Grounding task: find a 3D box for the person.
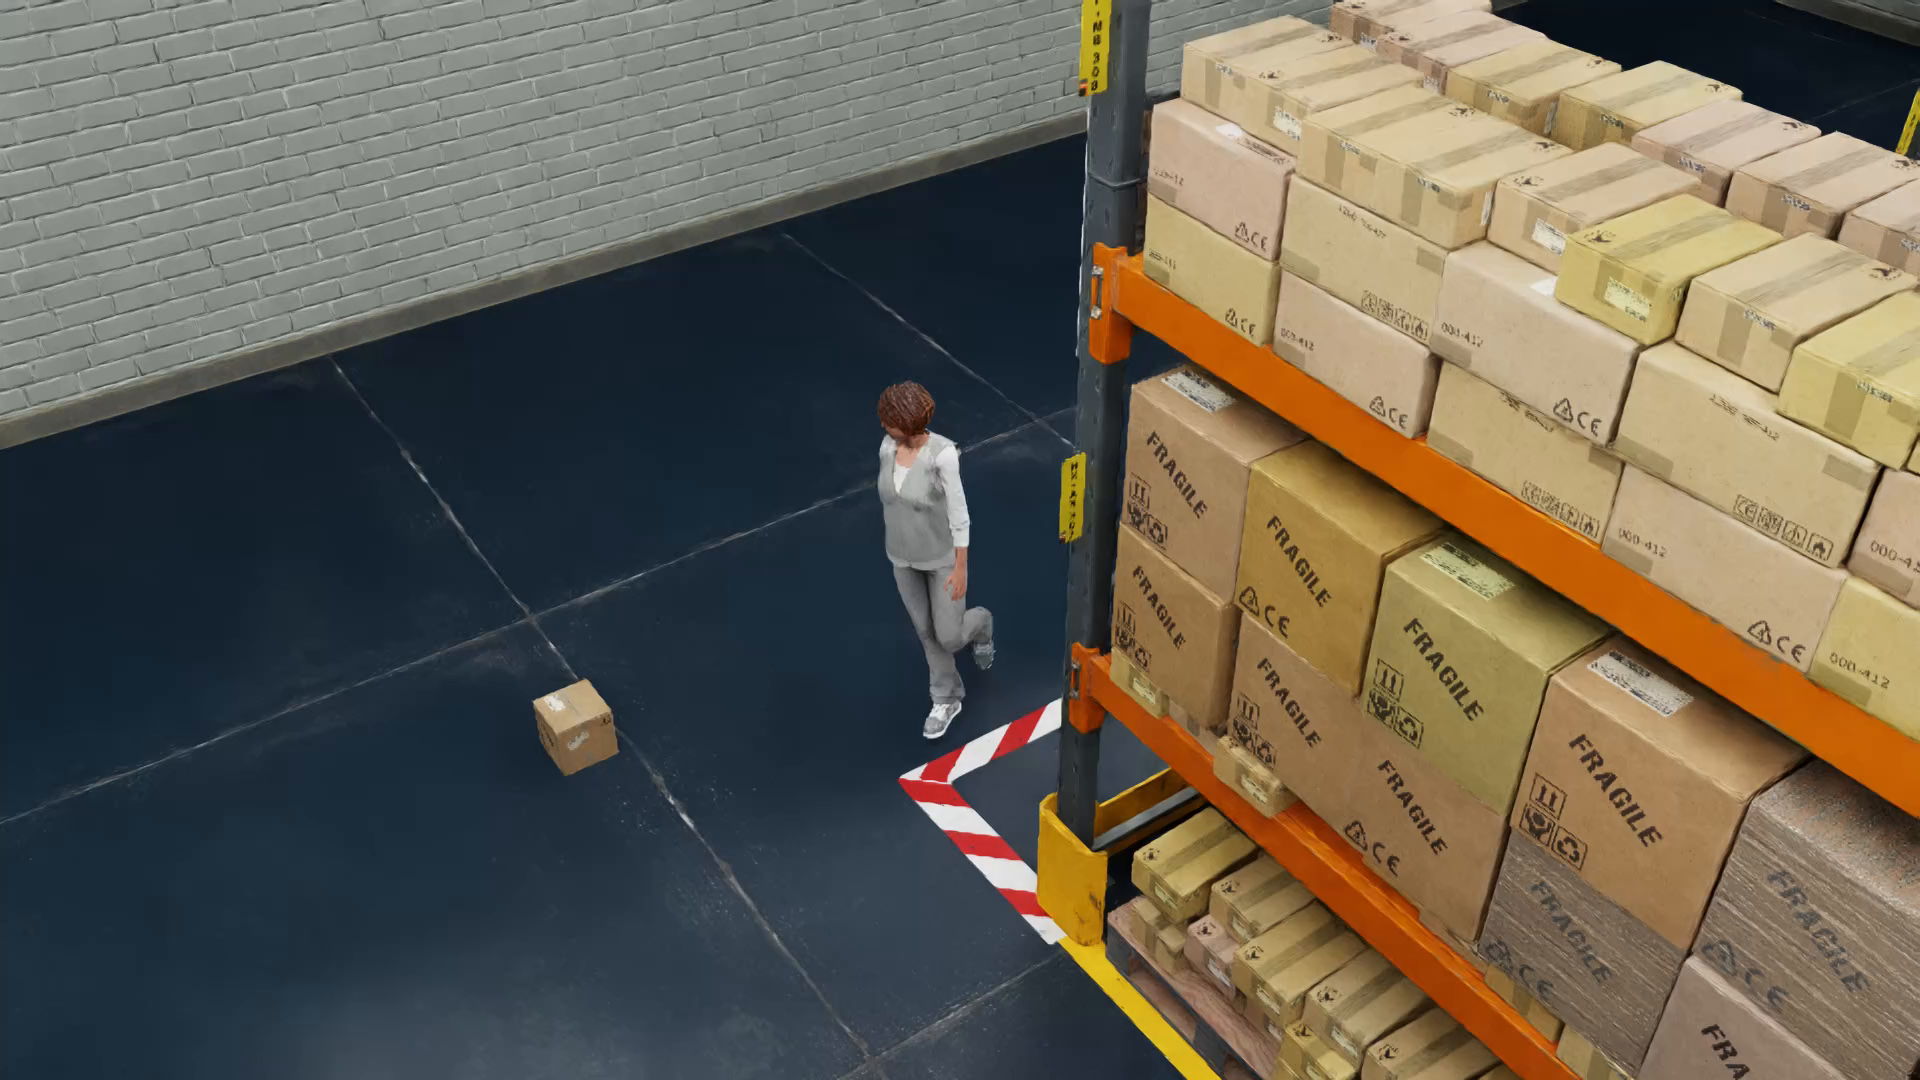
[{"bbox_3d":[-0.123,0.059,6.955,0.480,1.561,0.560,19,41,24],"label":"person"}]
